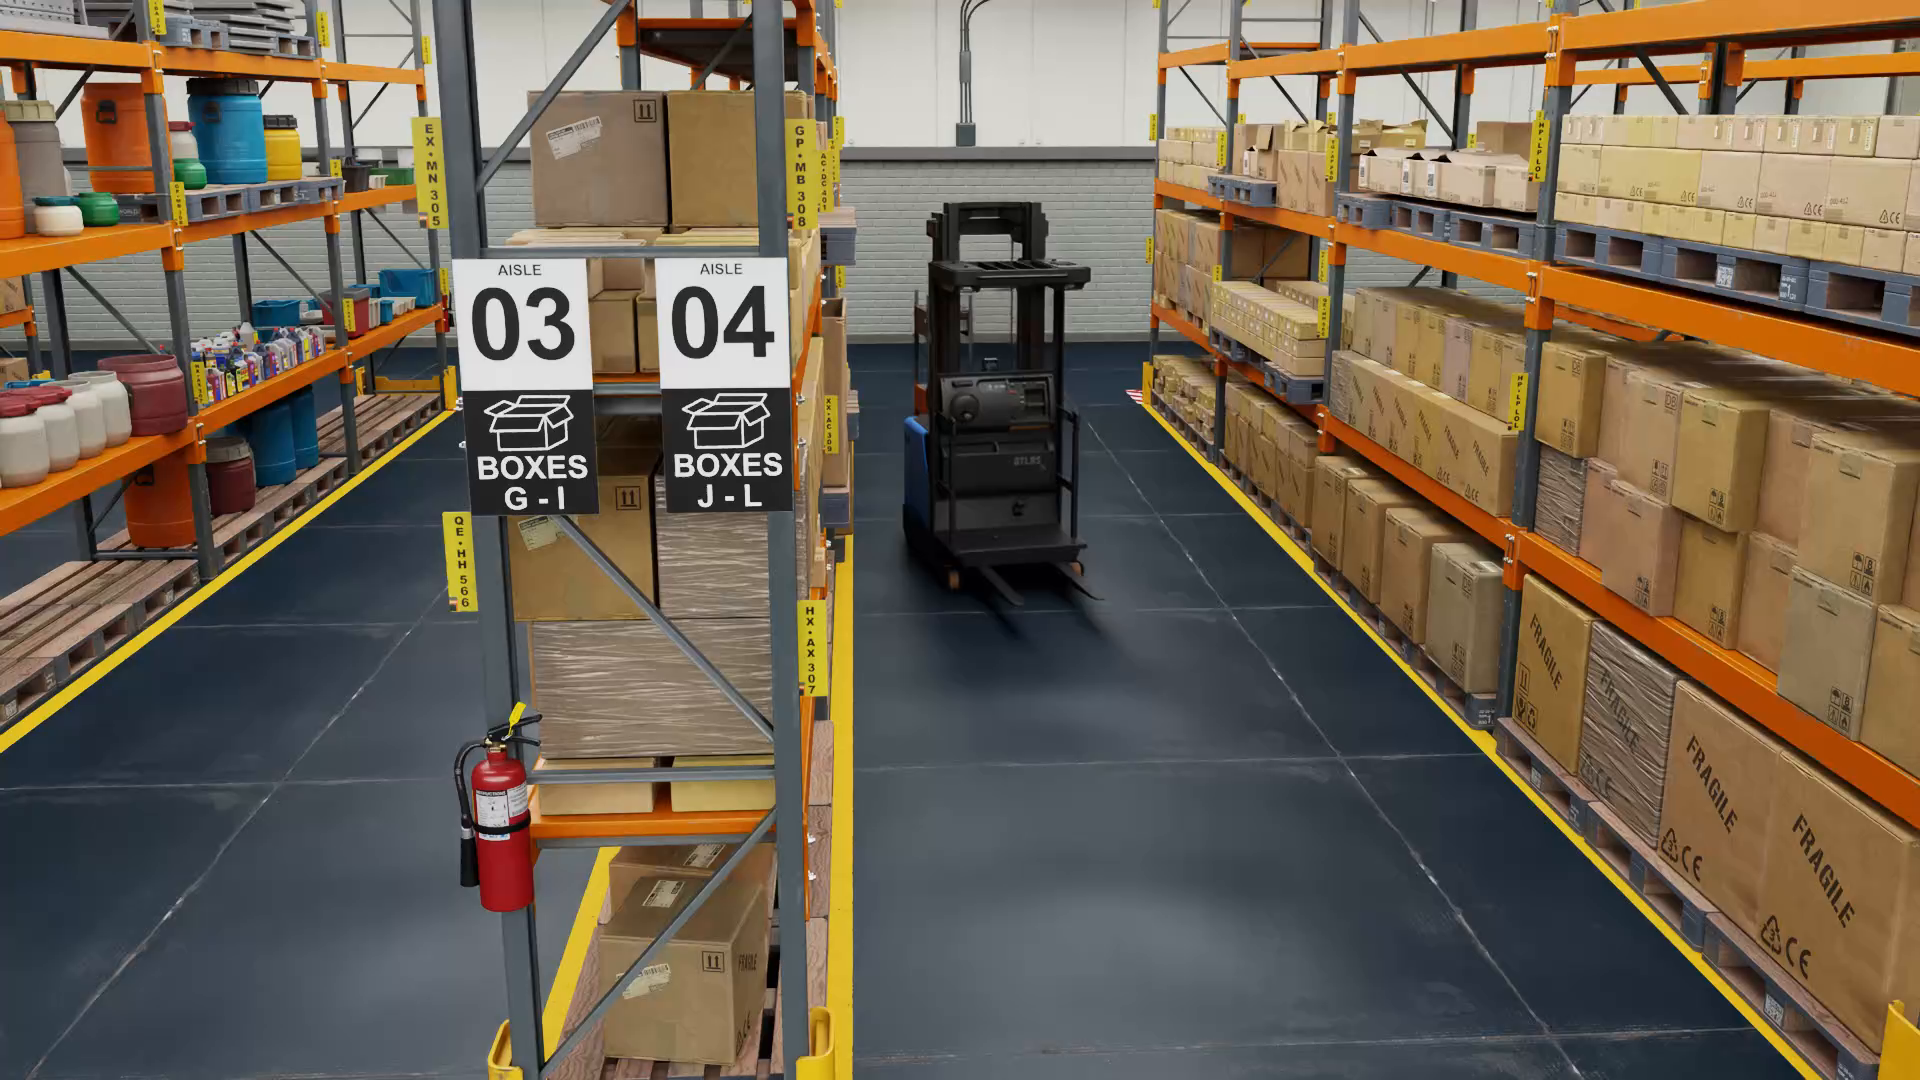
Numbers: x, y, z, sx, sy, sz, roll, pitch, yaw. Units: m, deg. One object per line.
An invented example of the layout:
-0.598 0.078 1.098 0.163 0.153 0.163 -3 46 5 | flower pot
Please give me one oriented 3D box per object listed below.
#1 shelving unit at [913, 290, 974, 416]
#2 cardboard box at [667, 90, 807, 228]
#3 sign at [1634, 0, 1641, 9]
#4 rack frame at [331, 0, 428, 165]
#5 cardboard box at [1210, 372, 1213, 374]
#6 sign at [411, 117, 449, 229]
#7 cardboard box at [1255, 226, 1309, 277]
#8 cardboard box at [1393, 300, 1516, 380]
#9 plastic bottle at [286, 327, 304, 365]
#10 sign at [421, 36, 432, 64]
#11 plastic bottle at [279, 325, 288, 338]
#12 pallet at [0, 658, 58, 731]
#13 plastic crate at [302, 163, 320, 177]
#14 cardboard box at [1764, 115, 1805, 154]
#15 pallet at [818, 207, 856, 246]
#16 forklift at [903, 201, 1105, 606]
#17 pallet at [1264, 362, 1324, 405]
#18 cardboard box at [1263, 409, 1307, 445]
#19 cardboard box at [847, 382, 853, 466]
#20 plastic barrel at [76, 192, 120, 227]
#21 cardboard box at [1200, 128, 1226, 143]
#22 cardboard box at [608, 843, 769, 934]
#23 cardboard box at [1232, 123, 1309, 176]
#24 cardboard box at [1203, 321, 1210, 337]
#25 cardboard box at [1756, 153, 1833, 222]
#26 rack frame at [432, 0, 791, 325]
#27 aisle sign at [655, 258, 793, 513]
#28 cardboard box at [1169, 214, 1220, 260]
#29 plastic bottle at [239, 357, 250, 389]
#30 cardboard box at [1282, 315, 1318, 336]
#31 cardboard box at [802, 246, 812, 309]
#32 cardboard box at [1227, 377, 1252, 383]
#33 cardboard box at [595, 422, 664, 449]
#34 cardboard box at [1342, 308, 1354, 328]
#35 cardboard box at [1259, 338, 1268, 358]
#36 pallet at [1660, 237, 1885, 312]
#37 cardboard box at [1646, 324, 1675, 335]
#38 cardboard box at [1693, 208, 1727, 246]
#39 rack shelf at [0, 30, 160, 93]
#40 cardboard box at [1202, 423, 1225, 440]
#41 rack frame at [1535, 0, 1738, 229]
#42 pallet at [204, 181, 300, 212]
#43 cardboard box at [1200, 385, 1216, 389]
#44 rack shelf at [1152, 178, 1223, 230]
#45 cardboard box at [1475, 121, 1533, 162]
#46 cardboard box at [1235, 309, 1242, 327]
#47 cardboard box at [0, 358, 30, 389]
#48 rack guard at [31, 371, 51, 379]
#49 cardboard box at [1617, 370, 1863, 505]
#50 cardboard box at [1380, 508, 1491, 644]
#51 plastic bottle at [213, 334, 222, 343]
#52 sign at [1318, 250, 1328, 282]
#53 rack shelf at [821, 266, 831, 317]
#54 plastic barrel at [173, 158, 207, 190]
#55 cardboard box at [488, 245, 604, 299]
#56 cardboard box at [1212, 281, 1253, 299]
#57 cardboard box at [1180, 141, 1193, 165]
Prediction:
-0.149 -1.148 14.773 0.431 2.100 0.503 -4 15 -14 | shelving unit
-0.846 -1.480 6.440 0.500 0.500 0.500 -1 14 -4 | cardboard box
8.419 -6.753 20.679 0.100 0.325 0.005 -1 14 -3 | sign
-6.958 -6.028 19.895 1.000 3.000 0.127 -1 14 -3 | rack frame
3.222 -2.024 20.656 0.380 0.149 0.250 -1 14 -5 | cardboard box
-1.579 -1.098 4.976 0.100 0.325 0.005 -1 14 -3 | sign
3.405 -3.048 17.550 0.500 0.500 0.500 -1 14 -2 | cardboard box
3.522 -1.428 11.851 0.700 0.500 0.500 -1 14 -4 | cardboard box
-6.315 -1.834 15.735 0.144 0.351 0.185 -1 14 -3 | plastic bottle
-6.410 -5.884 19.984 0.100 0.325 0.005 -1 14 -3 | sign
-6.471 -1.878 15.905 0.144 0.351 0.185 -1 14 -3 | plastic bottle
-6.302 1.018 10.147 1.003 0.211 1.213 -1 14 -3 | pallet
-7.129 -3.962 18.123 0.437 0.282 0.530 -1 14 -3 | plastic crate
3.495 -1.635 6.702 0.380 0.149 0.250 -1 14 -4 | cardboard box
-1.271 -1.989 10.595 1.213 0.211 1.003 -1 14 -3 | pallet
0.355 -1.126 13.021 1.130 2.935 3.031 -4 15 -14 | forklift
3.287 -1.343 14.113 1.213 0.211 1.003 -1 14 -3 | pallet
3.075 -1.035 15.197 0.500 0.250 0.500 -1 14 -2 | cardboard box
-1.651 -0.997 15.804 1.225 0.875 0.875 -1 14 -5 | cardboard box
-6.396 -2.450 12.320 0.294 0.245 0.294 0 14 0 | plastic barrel
2.825 -4.404 18.099 0.380 0.149 0.250 -1 15 -6 | cardboard box
-1.117 1.484 6.913 0.500 0.500 0.500 3 15 11 | cardboard box
3.103 -3.864 16.462 0.700 0.500 0.500 -1 14 -3 | cardboard box
2.814 -2.264 17.809 0.380 0.149 0.250 -1 14 -5 | cardboard box
3.564 -1.414 6.642 0.500 0.250 0.500 -1 14 -4 | cardboard box
-1.024 -2.125 4.726 1.000 3.000 0.127 -1 14 -3 | rack frame
-0.720 -0.468 5.108 0.394 0.787 0.004 -1 14 -3 | aisle sign
2.752 -3.556 19.524 0.500 0.500 0.500 -1 14 -5 | cardboard box
-6.204 -1.442 14.370 0.097 0.271 0.097 0 14 0 | plastic bottle
2.936 -1.808 14.001 0.380 0.149 0.250 -1 14 -4 | cardboard box
-0.898 -1.104 7.080 0.500 0.250 0.500 0 14 -2 | cardboard box
3.280 -1.782 19.119 0.380 0.149 0.250 -1 15 -6 | cardboard box
-1.341 -0.154 6.300 0.500 0.500 0.500 -1 14 -3 | cardboard box
3.556 -1.942 14.523 0.380 0.149 0.250 -1 15 -6 | cardboard box
2.888 -1.713 14.825 0.380 0.149 0.250 -2 15 -6 | cardboard box
3.798 -1.169 7.210 1.003 0.211 1.213 -1 14 -3 | pallet
7.840 -2.517 18.088 0.500 0.500 0.500 -1 14 -3 | cardboard box
3.463 -1.375 7.290 0.380 0.149 0.250 -1 14 -3 | cardboard box
-6.339 -2.999 10.368 1.077 0.370 4.000 -1 14 -3 | rack shelf
2.825 -1.171 17.935 0.380 0.149 0.250 -1 14 -3 | cardboard box
3.685 -3.171 8.793 1.000 3.000 0.127 -1 14 -3 | rack frame
-6.491 -3.013 14.578 1.003 0.211 1.213 -1 14 -3 | pallet
2.892 -1.641 18.570 0.380 0.149 0.250 0 14 -2 | cardboard box
3.066 -3.857 18.922 1.077 0.370 4.000 -1 14 -3 | rack shelf
3.825 -2.586 11.292 0.500 0.500 0.500 -1 14 -3 | cardboard box
2.825 -2.116 15.795 0.380 0.149 0.250 0 14 -1 | cardboard box
-11.623 -1.918 20.095 0.500 0.500 0.500 -1 14 -3 | cardboard box
-11.898 -1.817 20.587 1.175 0.500 0.348 -1 14 -3 | rack guard
3.720 -0.498 7.973 0.875 0.550 0.550 -1 14 -3 | cardboard box
3.501 0.227 11.296 1.050 0.750 0.750 -1 14 -3 | cardboard box
-7.060 -1.824 15.854 0.097 0.271 0.097 0 14 0 | plastic bottle
3.743 -2.826 17.166 0.100 0.325 0.005 -1 14 -3 | sign
-1.395 -1.816 10.989 1.077 0.370 4.000 -1 14 -3 | rack shelf
-6.299 -2.981 13.541 0.294 0.245 0.294 0 14 0 | plastic barrel
-1.352 -0.857 5.319 0.380 0.149 0.250 -1 14 -3 | cardboard box
2.755 -2.520 16.770 0.380 0.149 0.250 0 14 -1 | cardboard box
2.795 -4.378 18.800 0.500 0.250 0.500 -1 14 -6 | cardboard box
